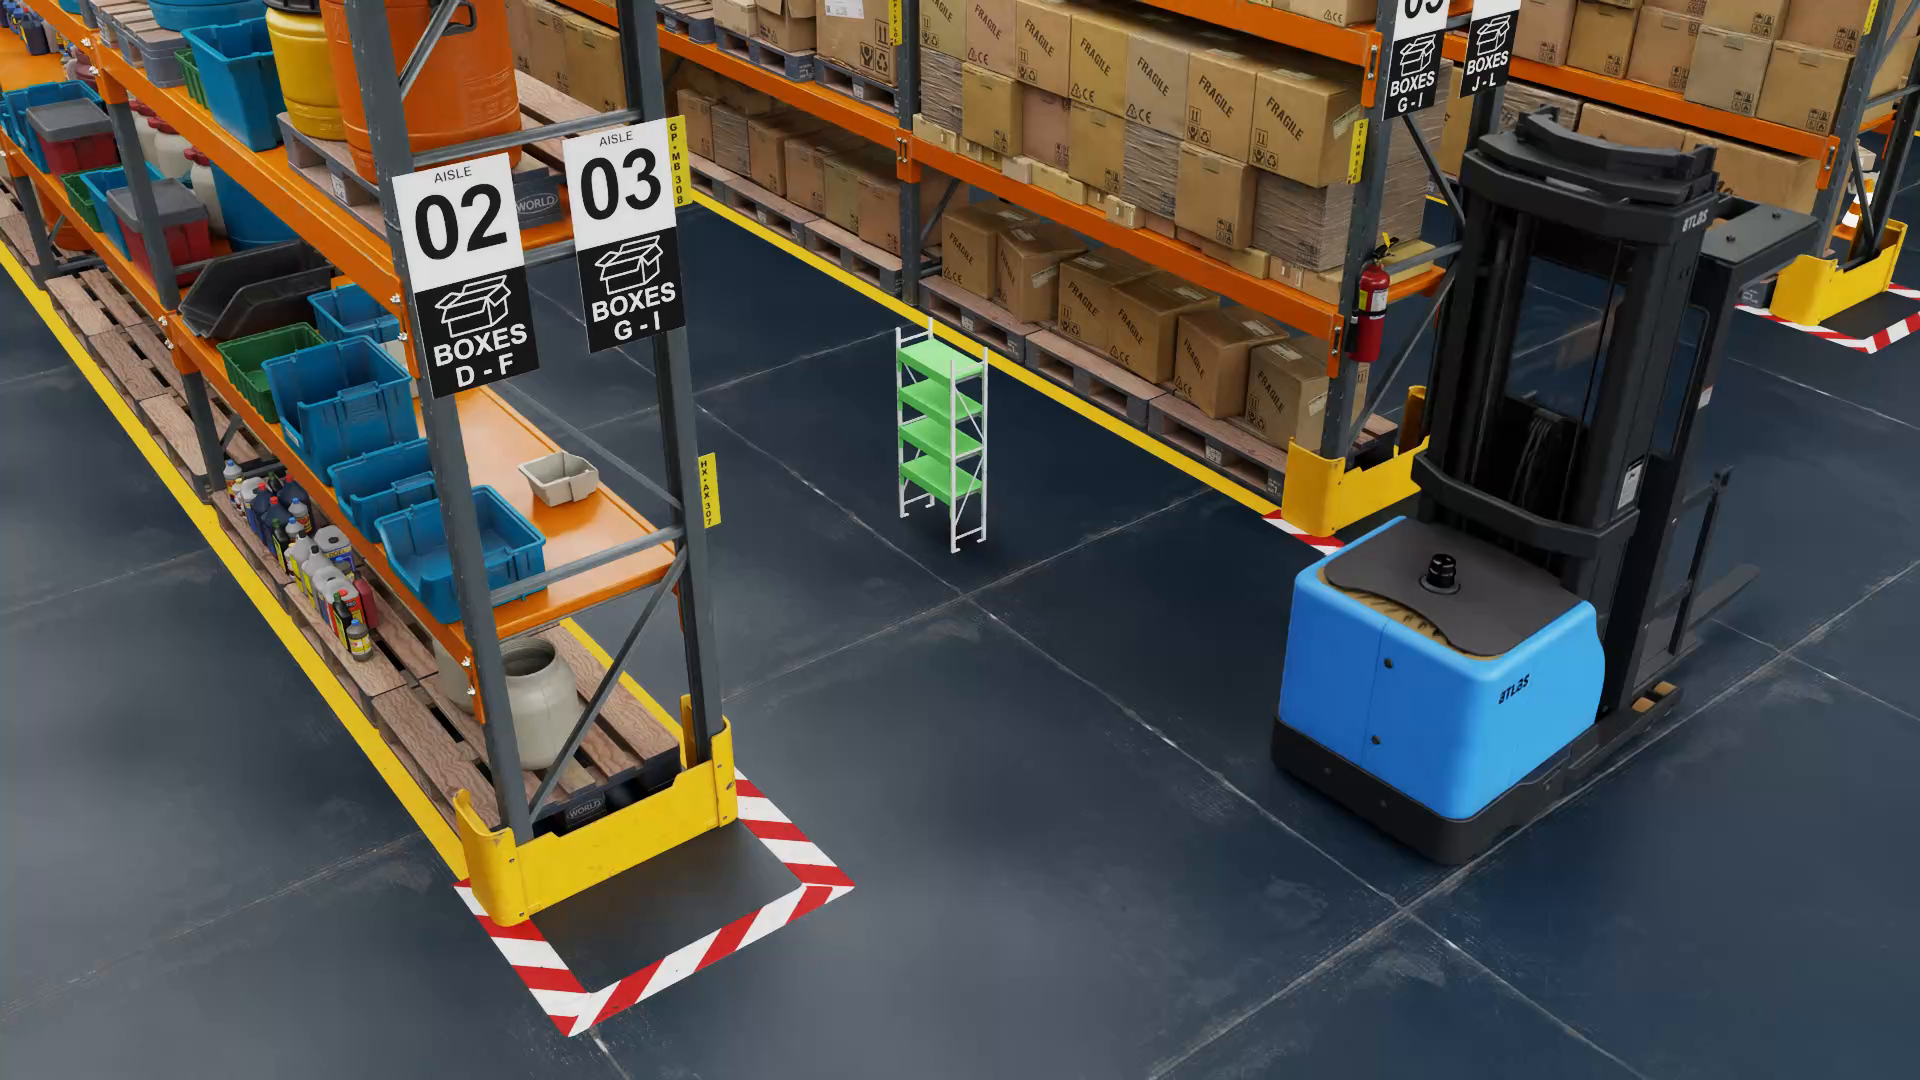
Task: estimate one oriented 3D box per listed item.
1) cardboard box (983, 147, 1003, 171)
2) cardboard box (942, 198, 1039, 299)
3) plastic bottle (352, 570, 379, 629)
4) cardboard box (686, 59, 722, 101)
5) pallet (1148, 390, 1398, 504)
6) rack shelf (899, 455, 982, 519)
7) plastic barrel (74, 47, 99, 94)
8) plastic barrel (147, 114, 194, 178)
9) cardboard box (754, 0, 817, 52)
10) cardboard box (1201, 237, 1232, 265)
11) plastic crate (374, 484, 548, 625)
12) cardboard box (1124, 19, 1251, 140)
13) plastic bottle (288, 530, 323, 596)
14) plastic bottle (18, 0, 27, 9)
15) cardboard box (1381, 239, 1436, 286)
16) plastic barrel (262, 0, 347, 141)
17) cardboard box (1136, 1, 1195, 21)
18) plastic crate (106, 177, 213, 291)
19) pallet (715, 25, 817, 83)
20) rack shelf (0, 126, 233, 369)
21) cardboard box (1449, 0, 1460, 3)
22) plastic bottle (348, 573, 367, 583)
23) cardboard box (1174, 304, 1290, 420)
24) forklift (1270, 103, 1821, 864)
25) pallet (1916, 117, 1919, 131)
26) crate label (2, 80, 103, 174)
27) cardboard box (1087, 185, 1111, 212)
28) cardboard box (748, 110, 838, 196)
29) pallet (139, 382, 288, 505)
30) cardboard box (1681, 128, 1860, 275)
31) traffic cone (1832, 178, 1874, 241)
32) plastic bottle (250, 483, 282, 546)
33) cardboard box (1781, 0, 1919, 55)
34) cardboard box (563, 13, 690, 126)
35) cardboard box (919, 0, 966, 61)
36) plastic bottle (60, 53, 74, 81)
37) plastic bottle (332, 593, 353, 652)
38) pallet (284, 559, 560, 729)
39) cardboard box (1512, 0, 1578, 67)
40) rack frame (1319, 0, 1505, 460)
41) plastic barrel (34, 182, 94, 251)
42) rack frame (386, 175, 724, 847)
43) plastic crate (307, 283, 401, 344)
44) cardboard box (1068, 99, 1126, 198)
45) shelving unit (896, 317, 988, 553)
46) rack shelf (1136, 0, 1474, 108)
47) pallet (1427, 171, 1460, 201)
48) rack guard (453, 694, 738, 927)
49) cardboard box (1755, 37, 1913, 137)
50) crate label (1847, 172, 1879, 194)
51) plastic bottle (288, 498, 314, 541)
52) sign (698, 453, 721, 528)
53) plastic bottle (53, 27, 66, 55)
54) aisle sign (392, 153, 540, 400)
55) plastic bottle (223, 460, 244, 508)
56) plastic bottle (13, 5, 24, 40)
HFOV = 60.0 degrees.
[{"bbox_3d":[0.377,-2.571,11.012,0.380,0.149,0.250,-22,38,-31],"label":"cardboard box"},{"bbox_3d":[0.218,-2.107,11.997,0.500,0.500,0.500,-24,39,-33],"label":"cardboard box"},{"bbox_3d":[-2.977,0.295,8.317,0.061,0.283,0.133,-22,38,-31],"label":"plastic bottle"},{"bbox_3d":[-2.014,-4.011,14.333,0.500,0.250,0.500,-21,37,-30],"label":"cardboard box"},{"bbox_3d":[1.940,-0.700,10.403,1.003,0.211,1.213,-22,38,-31],"label":"pallet"},{"bbox_3d":[-0.102,-0.321,9.432,0.258,0.148,0.480,-22,38,-31],"label":"rack shelf"},{"bbox_3d":[-5.837,-3.197,11.652,0.600,0.536,0.708,-22,38,-31],"label":"plastic barrel"},{"bbox_3d":[-4.772,-2.400,10.370,0.433,0.535,0.433,0,32,0],"label":"plastic barrel"},{"bbox_3d":[-1.132,-4.085,12.714,0.797,0.503,0.637,-18,36,-27],"label":"cardboard box"},{"bbox_3d":[1.631,-1.749,9.688,0.380,0.149,0.250,-22,38,-31],"label":"cardboard box"},{"bbox_3d":[-1.999,0.051,6.692,0.499,0.251,0.616,-22,38,-31],"label":"plastic crate"},{"bbox_3d":[1.309,-2.661,9.594,0.500,0.500,0.500,-22,38,-31],"label":"cardboard box"},{"bbox_3d":[-3.365,0.098,8.570,0.144,0.351,0.185,-23,38,-32],"label":"plastic bottle"},{"bbox_3d":[-7.701,-4.371,13.788,0.152,0.276,0.135,-22,38,-31],"label":"plastic bottle"},{"bbox_3d":[2.470,-1.592,9.435,0.380,0.149,0.250,-22,38,-31],"label":"cardboard box"},{"bbox_3d":[-2.255,-1.867,6.220,0.600,0.588,0.600,0,32,0],"label":"plastic barrel"},{"bbox_3d":[1.415,-3.039,10.202,0.500,0.500,0.500,-22,38,-31],"label":"cardboard box"},{"bbox_3d":[-4.447,-1.697,9.306,0.402,0.464,0.583,-22,38,-31],"label":"plastic crate"},{"bbox_3d":[-1.203,-3.944,13.165,1.003,0.211,1.213,-22,38,-31],"label":"pallet"},{"bbox_3d":[-5.135,-2.095,10.689,1.077,0.370,4.000,-22,38,-31],"label":"rack shelf"},{"bbox_3d":[2.366,-2.998,8.759,0.500,0.250,0.500,-21,38,-30],"label":"cardboard box"},{"bbox_3d":[-3.059,0.258,8.453,0.097,0.201,0.097,0,32,0],"label":"plastic bottle"},{"bbox_3d":[1.694,-1.123,10.413,0.500,0.500,0.500,-12,34,-19],"label":"cardboard box"},{"bbox_3d":[2.881,-0.509,7.518,3.031,2.935,1.130,-25,40,-34],"label":"forklift"},{"bbox_3d":[9.768,-3.906,15.566,1.003,0.211,1.213,-22,38,-31],"label":"pallet"},{"bbox_3d":[-5.966,-2.748,11.024,0.502,0.435,0.616,-22,38,-31],"label":"crate label"},{"bbox_3d":[1.018,-2.166,10.359,0.380,0.149,0.250,-22,38,-31],"label":"cardboard box"},{"bbox_3d":[-1.319,-3.228,13.783,0.700,0.500,0.500,-19,37,-28],"label":"cardboard box"},{"bbox_3d":[-4.421,-0.697,10.400,1.003,0.211,1.213,-22,38,-31],"label":"pallet"},{"bbox_3d":[5.969,-2.602,12.440,0.875,0.875,0.875,-22,38,-31],"label":"cardboard box"},{"bbox_3d":[7.233,-2.668,13.334,0.336,0.463,0.334,-22,38,-31],"label":"traffic cone"},{"bbox_3d":[-3.741,-0.158,8.982,0.144,0.351,0.185,-21,38,-30],"label":"plastic bottle"},{"bbox_3d":[6.240,-3.755,11.514,0.875,0.550,0.550,-22,38,-31],"label":"cardboard box"},{"bbox_3d":[-2.856,-4.407,15.345,1.225,0.875,0.875,-24,39,-33],"label":"cardboard box"},{"bbox_3d":[0.079,-3.494,10.934,0.500,0.500,0.500,-22,38,-31],"label":"cardboard box"},{"bbox_3d":[-6.742,-3.580,12.585,0.097,0.201,0.097,0,32,0],"label":"plastic bottle"},{"bbox_3d":[-3.014,0.400,8.147,0.061,0.283,0.133,-21,38,-30],"label":"plastic bottle"},{"bbox_3d":[-2.777,0.419,8.601,1.003,0.211,1.213,-22,38,-31],"label":"pallet"},{"bbox_3d":[4.813,-4.161,13.191,0.875,0.550,0.550,-22,38,-31],"label":"cardboard box"},{"bbox_3d":[2.457,-1.503,9.053,1.000,3.000,0.127,-22,38,-31],"label":"rack frame"},{"bbox_3d":[-6.675,-2.689,12.622,0.600,0.830,0.708,-22,38,-31],"label":"plastic barrel"},{"bbox_3d":[-1.456,0.100,6.473,1.000,3.000,0.127,-22,38,-31],"label":"rack frame"},{"bbox_3d":[-3.015,-1.131,8.595,0.499,0.251,0.616,-22,38,-31],"label":"plastic crate"},{"bbox_3d":[1.170,-2.514,10.304,0.875,0.500,0.500,-22,38,-31],"label":"cardboard box"},{"bbox_3d":[-0.101,-0.579,9.271,0.258,1.200,0.503,-22,38,-31],"label":"shelving unit"},{"bbox_3d":[1.230,-3.305,9.794,1.077,0.370,4.000,-22,38,-31],"label":"rack shelf"},{"bbox_3d":[4.388,-3.206,14.438,1.003,0.211,1.213,-22,38,-31],"label":"pallet"},{"bbox_3d":[-1.539,1.145,7.159,1.175,0.500,0.348,-22,38,-31],"label":"rack guard"},{"bbox_3d":[6.173,-3.269,11.755,0.875,0.550,0.550,-22,38,-31],"label":"cardboard box"},{"bbox_3d":[7.803,-3.061,14.276,0.298,0.136,0.250,12,34,19],"label":"crate label"},{"bbox_3d":[-3.557,-0.103,8.969,0.097,0.271,0.097,0,32,0],"label":"plastic bottle"},{"bbox_3d":[-1.018,-0.194,6.684,0.100,0.325,0.005,-22,38,-31],"label":"sign"},{"bbox_3d":[-7.129,-4.003,13.201,0.097,0.271,0.097,0,32,0],"label":"plastic bottle"},{"bbox_3d":[-1.646,-0.878,5.584,0.394,0.787,0.004,-22,38,-31],"label":"aisle sign"},{"bbox_3d":[-4.059,-0.321,9.319,0.097,0.271,0.097,0,32,0],"label":"plastic bottle"},{"bbox_3d":[-7.646,-4.224,13.556,0.097,0.271,0.097,0,32,0],"label":"plastic bottle"}]
